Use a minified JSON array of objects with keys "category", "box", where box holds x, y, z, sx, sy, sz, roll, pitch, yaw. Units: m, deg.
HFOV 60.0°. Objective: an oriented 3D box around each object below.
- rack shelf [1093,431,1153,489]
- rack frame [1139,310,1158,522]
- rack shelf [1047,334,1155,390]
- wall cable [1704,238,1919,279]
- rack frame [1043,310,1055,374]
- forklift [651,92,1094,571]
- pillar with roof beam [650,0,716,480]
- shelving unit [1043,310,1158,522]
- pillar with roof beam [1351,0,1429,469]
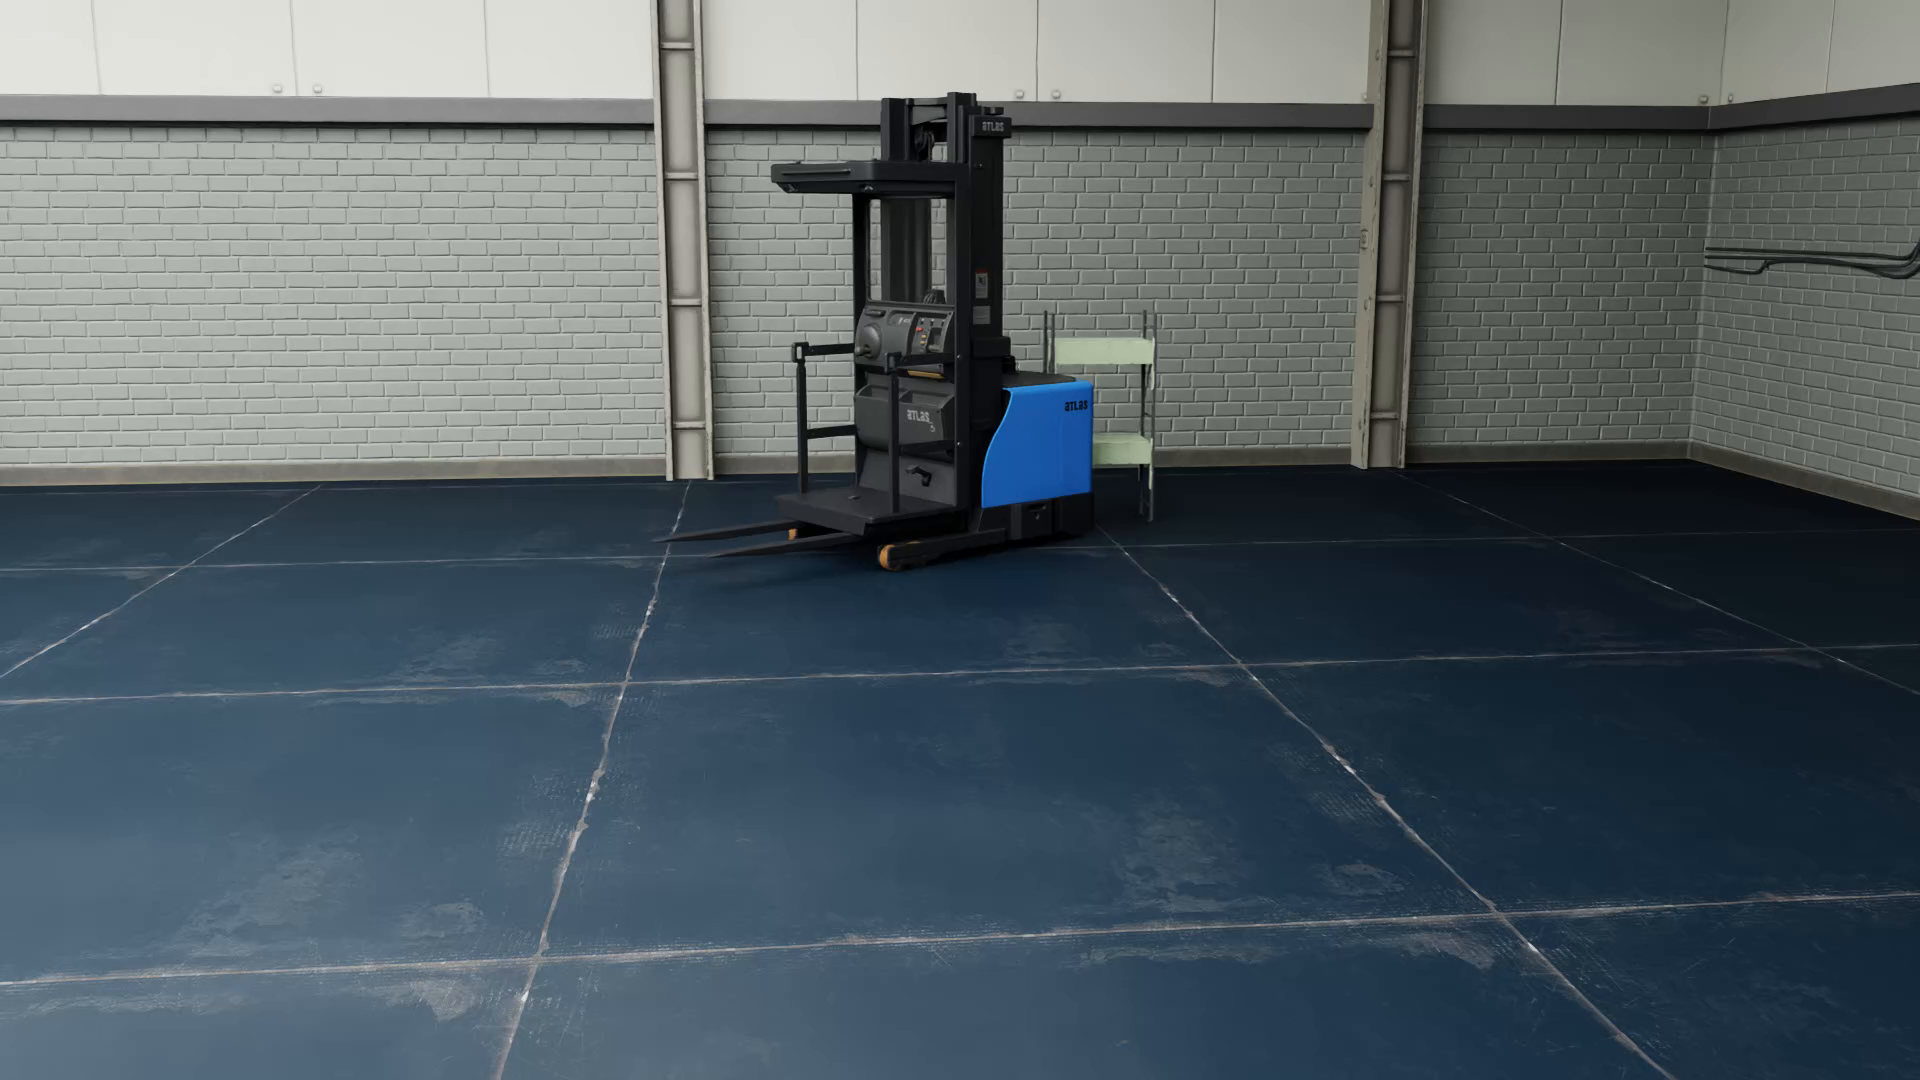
[{"category":"rack shelf","box":[1.003,-0.580,12.119,0.720,0.370,0.431,-1,11,-6]},{"category":"rack frame","box":[1.367,-0.907,12.092,0.023,1.500,0.400,-1,11,-6]},{"category":"rack shelf","box":[1.003,-1.283,11.982,0.720,0.370,0.431,-1,11,-6]},{"category":"wall cable","box":[6.762,-3.356,13.162,0.112,2.526,3.097,-1,11,-6]},{"category":"rack frame","box":[0.639,-0.893,12.022,0.023,1.500,0.400,-1,11,-6]},{"category":"forklift","box":[-0.526,-1.359,10.683,3.031,2.935,1.130,-9,14,-39]},{"category":"pillar with roof beam","box":[-1.810,-4.122,9.005,0.400,9.000,9.100,-1,11,-6]},{"category":"shelving unit","box":[1.003,-0.900,12.057,0.755,1.500,0.431,-1,11,-6]},{"category":"pillar with roof beam","box":[4.155,-4.247,9.641,0.400,9.000,9.100,-1,11,-6]}]
